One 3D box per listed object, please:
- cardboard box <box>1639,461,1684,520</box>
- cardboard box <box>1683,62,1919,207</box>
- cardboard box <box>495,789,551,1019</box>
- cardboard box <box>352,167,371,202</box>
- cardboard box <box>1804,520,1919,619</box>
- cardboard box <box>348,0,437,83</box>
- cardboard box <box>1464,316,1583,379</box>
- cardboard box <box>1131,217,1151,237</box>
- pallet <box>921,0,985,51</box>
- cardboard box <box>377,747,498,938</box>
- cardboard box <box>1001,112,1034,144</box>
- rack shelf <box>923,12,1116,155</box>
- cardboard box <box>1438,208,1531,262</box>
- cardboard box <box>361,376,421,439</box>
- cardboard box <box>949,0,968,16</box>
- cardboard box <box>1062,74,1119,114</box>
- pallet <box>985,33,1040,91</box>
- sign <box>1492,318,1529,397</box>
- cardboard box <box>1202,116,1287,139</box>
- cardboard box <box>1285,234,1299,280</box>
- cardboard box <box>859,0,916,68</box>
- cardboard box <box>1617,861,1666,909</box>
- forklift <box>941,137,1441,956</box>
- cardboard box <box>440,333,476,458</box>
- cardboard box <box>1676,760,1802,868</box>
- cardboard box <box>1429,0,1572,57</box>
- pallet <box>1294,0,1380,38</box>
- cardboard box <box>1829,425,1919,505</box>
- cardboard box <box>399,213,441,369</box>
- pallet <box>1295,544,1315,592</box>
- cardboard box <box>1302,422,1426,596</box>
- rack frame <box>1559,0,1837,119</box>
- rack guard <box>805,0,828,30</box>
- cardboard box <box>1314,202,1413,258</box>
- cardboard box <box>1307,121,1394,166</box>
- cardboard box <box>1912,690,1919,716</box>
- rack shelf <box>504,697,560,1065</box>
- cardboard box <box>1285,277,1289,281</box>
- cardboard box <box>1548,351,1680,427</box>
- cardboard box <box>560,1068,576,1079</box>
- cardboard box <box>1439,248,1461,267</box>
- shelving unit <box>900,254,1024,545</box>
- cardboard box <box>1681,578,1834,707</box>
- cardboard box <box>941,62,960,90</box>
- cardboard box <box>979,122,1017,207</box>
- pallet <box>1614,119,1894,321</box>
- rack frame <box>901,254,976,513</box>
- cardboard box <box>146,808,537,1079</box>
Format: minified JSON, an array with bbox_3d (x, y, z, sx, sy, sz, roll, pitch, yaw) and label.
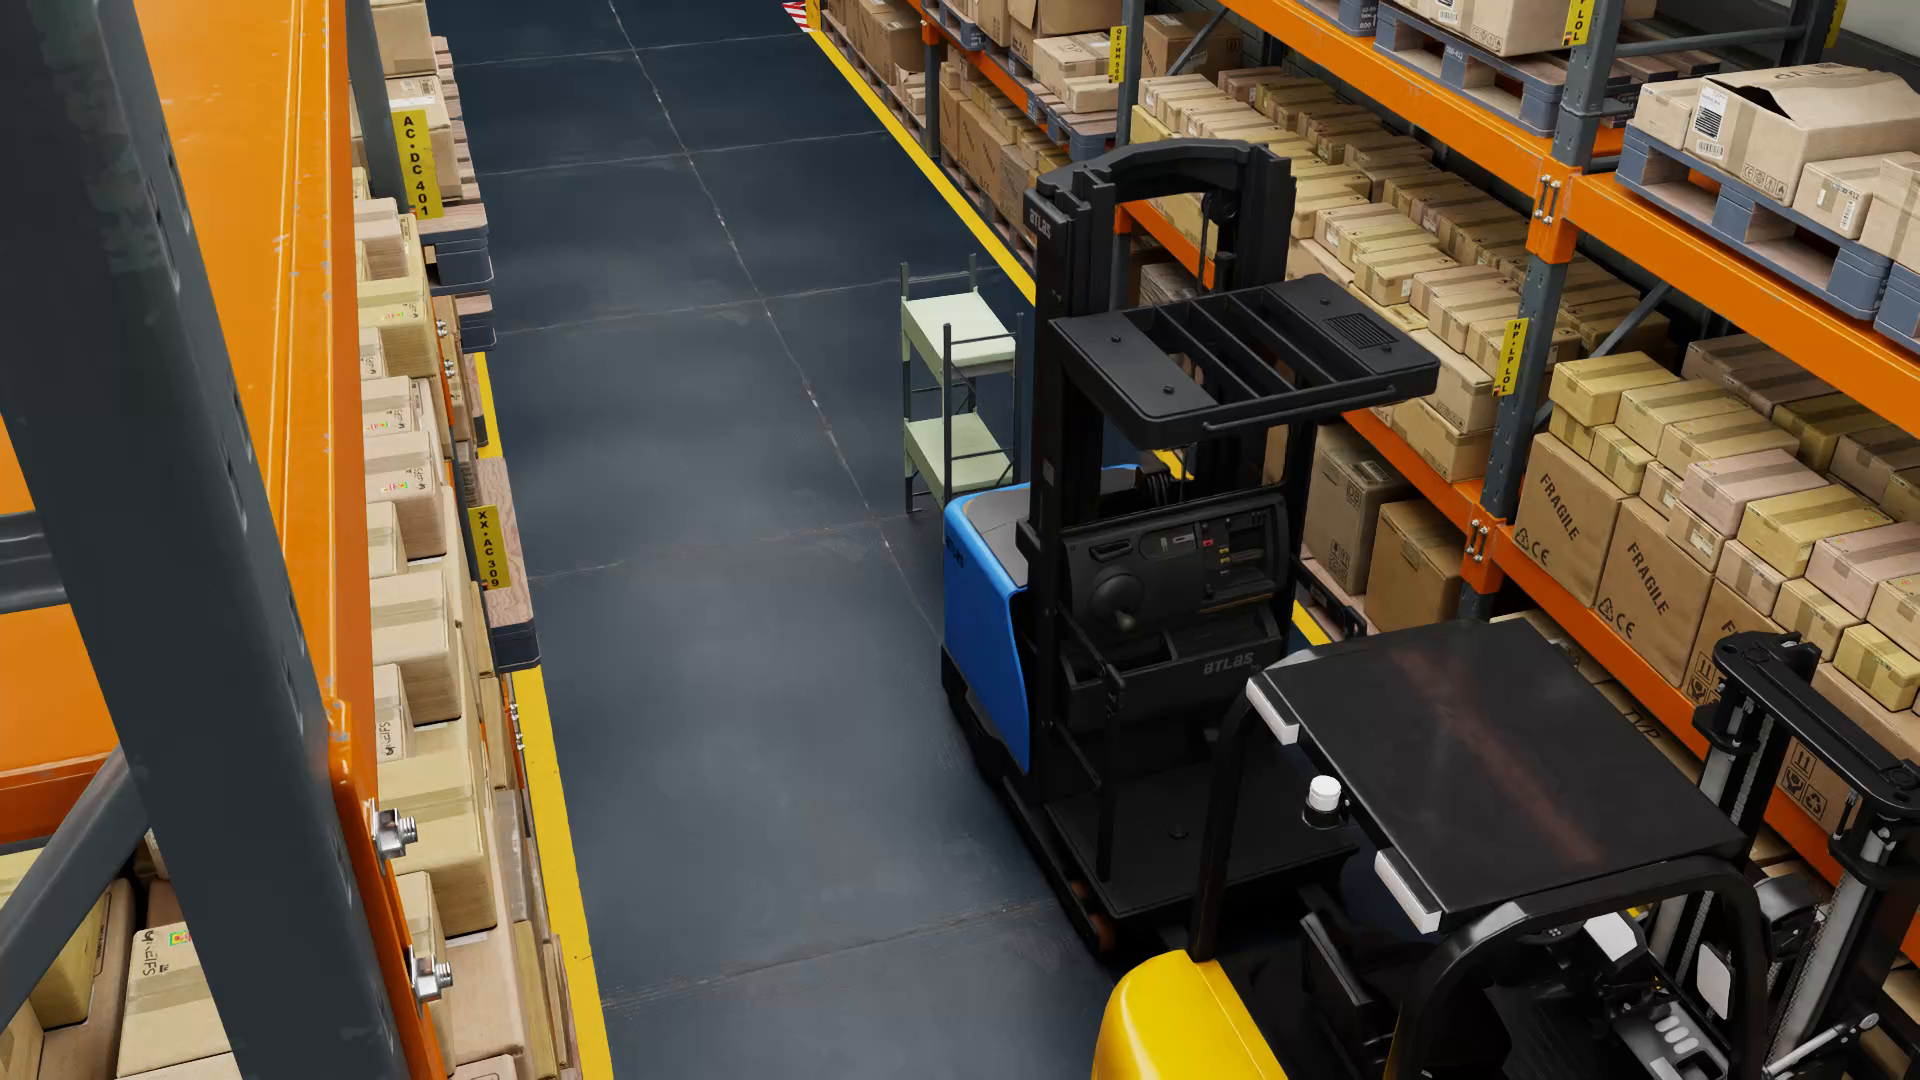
[{"bbox_3d":[2.680,-0.185,5.949,0.380,0.149,0.250,-10,35,-15],"label":"cardboard box"},{"bbox_3d":[2.669,-1.305,5.213,0.500,0.311,0.500,-9,35,-14],"label":"cardboard box"},{"bbox_3d":[-1.380,1.051,4.398,0.500,0.500,0.500,-9,35,-13],"label":"cardboard box"},{"bbox_3d":[-1.774,-0.865,4.441,0.380,0.149,0.250,-9,35,-14],"label":"cardboard box"},{"bbox_3d":[2.930,0.092,5.261,0.380,0.149,0.250,-10,35,-15],"label":"cardboard box"},{"bbox_3d":[-2.037,-1.722,5.536,0.500,0.250,0.500,-11,35,-16],"label":"cardboard box"},{"bbox_3d":[2.331,-0.806,6.890,0.380,0.149,0.250,-9,34,-13],"label":"cardboard box"},{"bbox_3d":[1.035,-2.072,10.782,0.380,0.149,0.250,-12,35,-17],"label":"cardboard box"},{"bbox_3d":[0.347,-4.034,12.628,1.003,0.211,1.213,-10,35,-15],"label":"pallet"},{"bbox_3d":[-0.888,0.469,2.423,0.380,0.149,0.250,-10,35,-15],"label":"cardboard box"},{"bbox_3d":[0.521,-3.047,12.258,0.380,0.149,0.250,-9,34,-13],"label":"cardboard box"},{"bbox_3d":[0.817,-3.202,11.847,1.077,0.370,4.000,-10,35,-15],"label":"rack shelf"},{"bbox_3d":[2.487,-1.432,7.836,0.380,0.149,0.250,-10,35,-15],"label":"cardboard box"},{"bbox_3d":[-1.314,-0.195,3.428,0.380,0.149,0.250,-10,35,-14],"label":"cardboard box"},{"bbox_3d":[0.299,-4.206,12.242,0.700,0.500,0.500,-10,35,-14],"label":"cardboard box"},{"bbox_3d":[0.861,-2.803,10.437,0.380,0.149,0.250,-9,35,-14],"label":"cardboard box"},{"bbox_3d":[0.829,-3.392,11.656,1.003,0.211,1.213,-10,35,-15],"label":"pallet"},{"bbox_3d":[2.133,-0.706,6.438,0.100,0.325,0.005,-10,35,-15],"label":"sign"},{"bbox_3d":[1.521,-2.142,8.911,0.380,0.149,0.250,-10,35,-14],"label":"cardboard box"},{"bbox_3d":[1.804,-1.519,8.330,0.500,0.250,0.500,-10,35,-14],"label":"cardboard box"},{"bbox_3d":[-0.627,-4.698,15.345,0.500,0.500,0.500,-9,35,-14],"label":"cardboard box"},{"bbox_3d":[2.798,1.247,6.121,0.500,0.250,0.500,-10,35,-15],"label":"cardboard box"},{"bbox_3d":[0.917,0.151,6.182,1.130,2.935,3.031,-12,35,-18],"label":"forklift"},{"bbox_3d":[-2.102,-0.414,6.233,0.500,0.500,0.500,-10,35,-15],"label":"cardboard box"},{"bbox_3d":[2.805,1.039,5.983,0.500,0.250,0.500,-9,34,-13],"label":"cardboard box"},{"bbox_3d":[2.194,-2.122,6.449,0.500,0.311,0.500,-11,35,-16],"label":"cardboard box"},{"bbox_3d":[2.063,-2.697,7.880,1.003,0.211,1.213,-8,34,-13],"label":"pallet"},{"bbox_3d":[3.299,-0.275,5.816,0.380,0.149,0.250,-11,35,-16],"label":"cardboard box"},{"bbox_3d":[-1.687,-0.641,4.464,0.500,0.250,0.500,-10,35,-15],"label":"cardboard box"},{"bbox_3d":[2.009,-0.211,9.197,1.003,0.211,1.213,-10,35,-15],"label":"pallet"},{"bbox_3d":[2.248,-0.217,8.450,0.875,0.625,0.625,-10,35,-15],"label":"cardboard box"},{"bbox_3d":[2.647,-2.855,5.227,1.000,3.000,0.127,-10,35,-15],"label":"rack frame"},{"bbox_3d":[-0.990,-5.570,17.045,1.175,0.500,0.348,-10,35,-15],"label":"rack guard"},{"bbox_3d":[1.913,-1.472,7.898,0.380,0.149,0.250,-10,35,-14],"label":"cardboard box"},{"bbox_3d":[2.073,-2.096,8.841,0.380,0.149,0.250,-10,35,-15],"label":"cardboard box"},{"bbox_3d":[3.090,0.485,4.935,0.380,0.149,0.250,-10,35,-15],"label":"cardboard box"},{"bbox_3d":[-1.469,1.835,4.224,1.077,0.370,4.000,-10,35,-15],"label":"rack shelf"},{"bbox_3d":[1.799,-1.309,8.465,0.500,0.250,0.500,-9,34,-13],"label":"cardboard box"},{"bbox_3d":[2.462,-0.571,6.264,0.380,0.149,0.250,-9,35,-14],"label":"cardboard box"},{"bbox_3d":[-1.329,1.944,4.840,0.500,0.500,0.500,-8,34,-12],"label":"cardboard box"},{"bbox_3d":[2.447,-1.345,8.066,0.500,0.250,0.500,-11,35,-16],"label":"cardboard box"},{"bbox_3d":[0.002,-0.622,8.651,0.431,1.500,0.755,-10,35,-15],"label":"shelving unit"},{"bbox_3d":[2.864,0.419,5.623,0.500,0.500,0.500,-10,35,-15],"label":"cardboard box"},{"bbox_3d":[0.063,-3.722,13.280,0.380,0.149,0.250,-8,34,-12],"label":"cardboard box"},{"bbox_3d":[0.460,-2.852,12.551,0.500,0.500,0.500,-11,35,-16],"label":"cardboard box"},{"bbox_3d":[2.932,-1.123,5.408,1.003,0.211,1.213,-10,35,-15],"label":"pallet"},{"bbox_3d":[-0.110,-0.814,8.941,0.400,1.500,0.023,-10,35,-15],"label":"rack frame"},{"bbox_3d":[-0.903,0.697,2.439,0.500,0.250,0.500,-11,35,-15],"label":"cardboard box"}]
